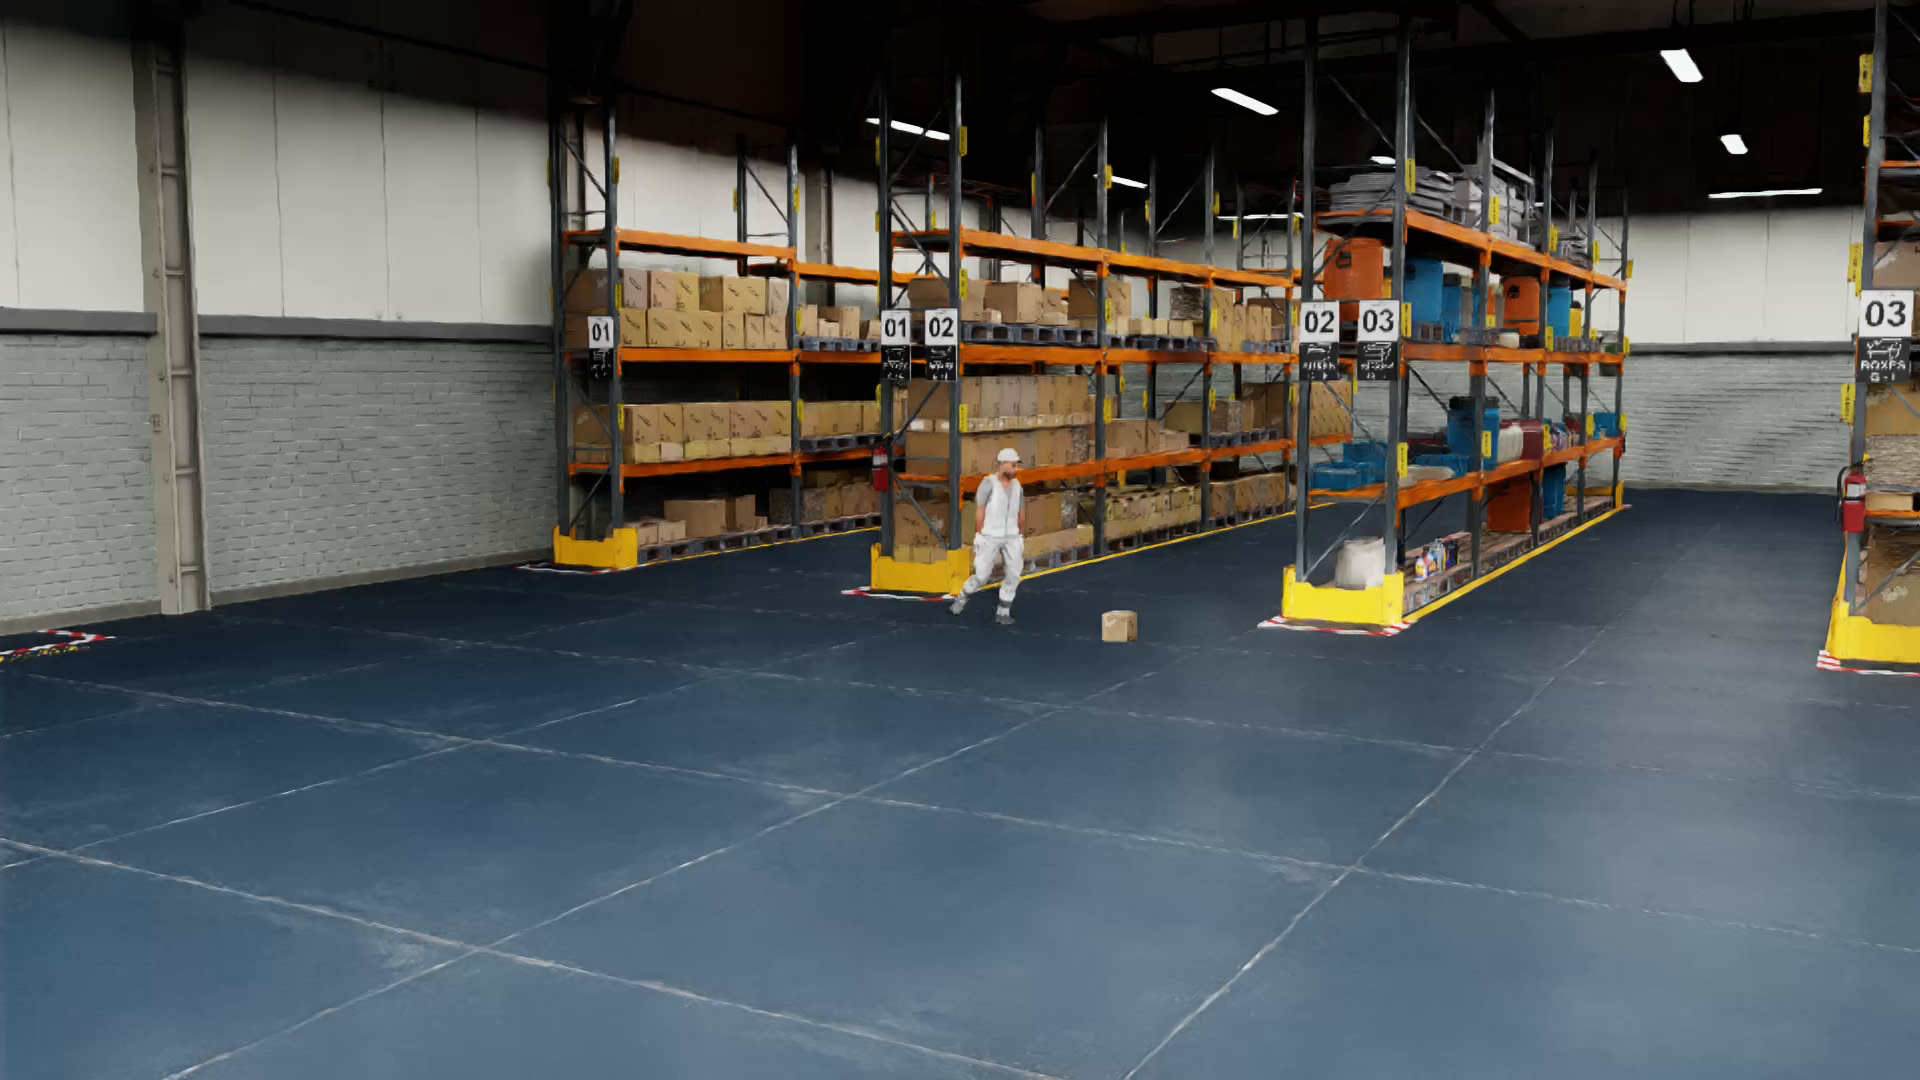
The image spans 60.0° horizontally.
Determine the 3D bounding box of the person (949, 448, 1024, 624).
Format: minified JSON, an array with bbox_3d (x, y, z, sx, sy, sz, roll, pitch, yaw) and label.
[{"bbox_3d":[0.287,-0.043,16.507,0.692,1.741,0.649,-3,7,-26],"label":"person"}]
